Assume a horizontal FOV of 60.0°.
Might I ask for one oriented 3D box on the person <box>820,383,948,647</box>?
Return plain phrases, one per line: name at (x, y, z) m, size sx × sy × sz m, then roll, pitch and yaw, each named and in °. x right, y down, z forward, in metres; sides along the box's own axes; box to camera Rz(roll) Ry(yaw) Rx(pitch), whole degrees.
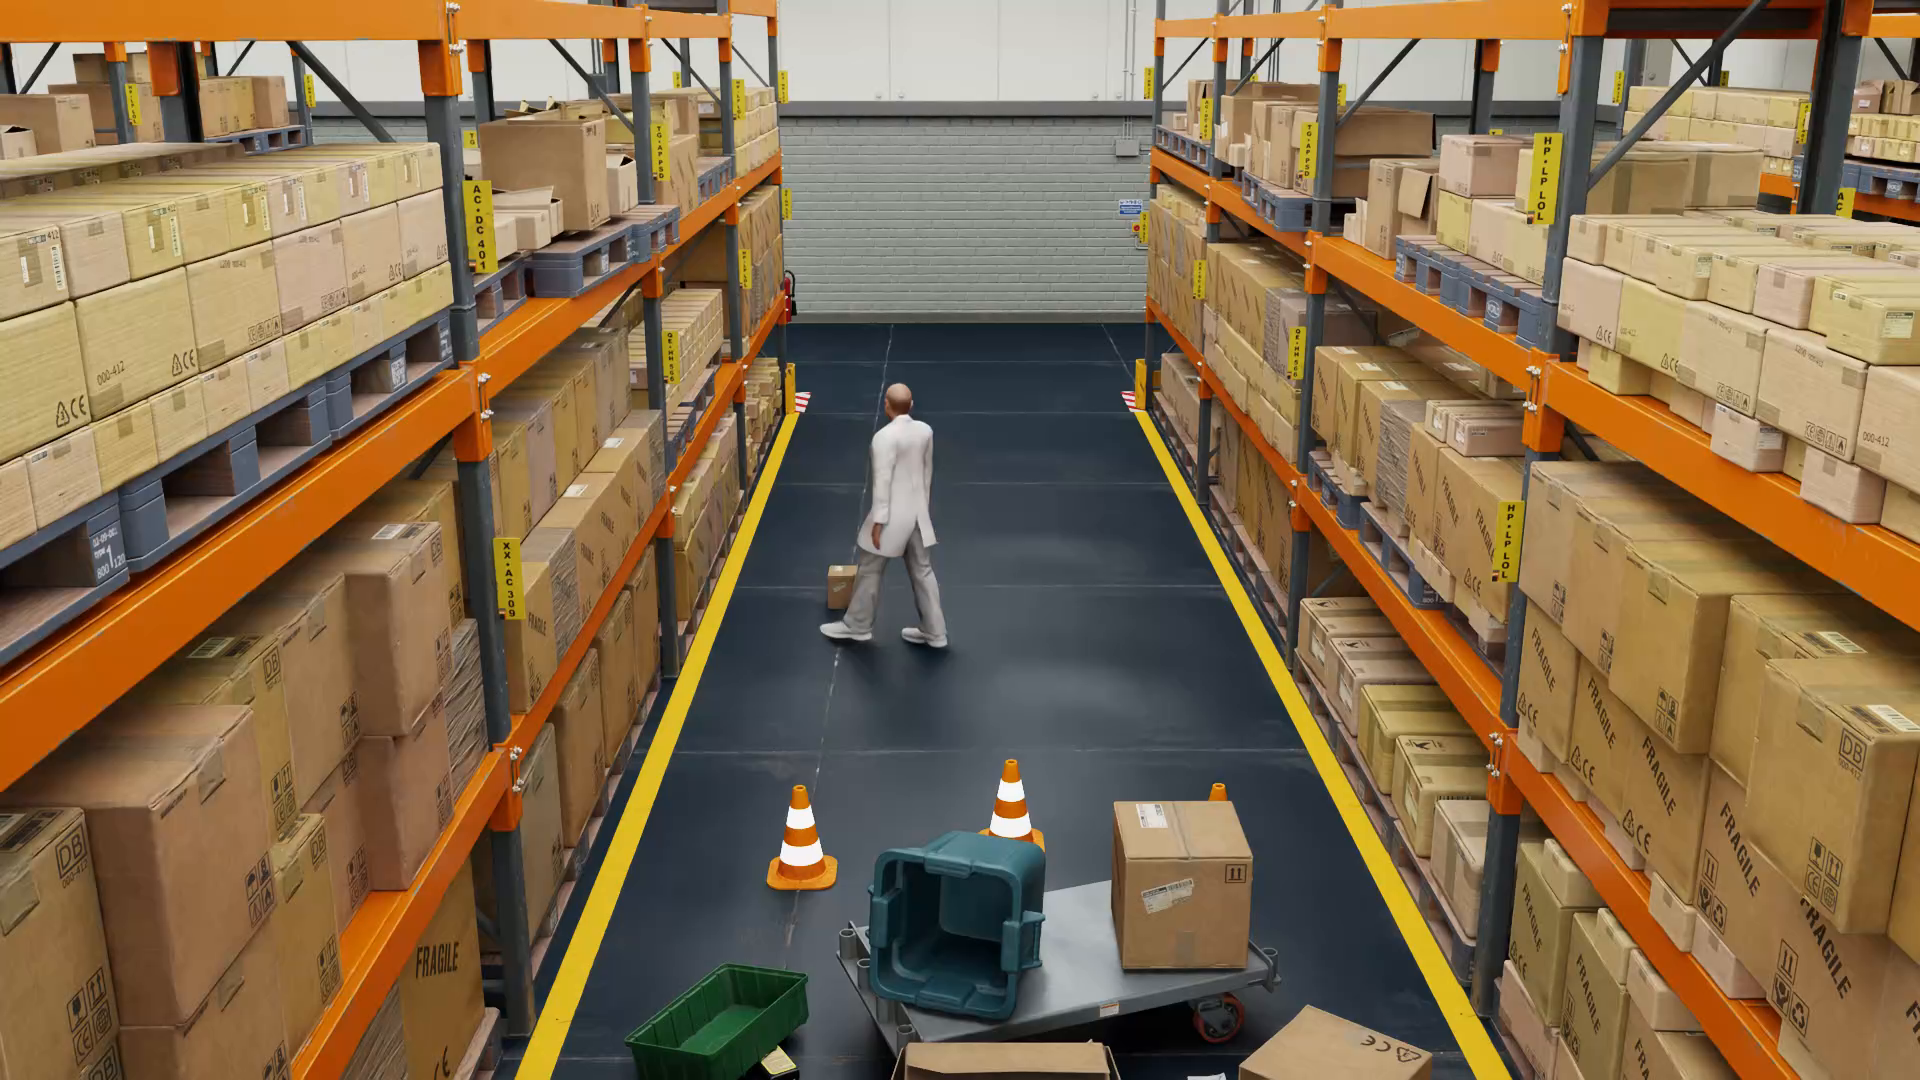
person at (-0.452, -0.175, 11.095) m, size 0.827 × 1.754 × 0.634 m, roll 14°, pitch 22°, yaw 38°
